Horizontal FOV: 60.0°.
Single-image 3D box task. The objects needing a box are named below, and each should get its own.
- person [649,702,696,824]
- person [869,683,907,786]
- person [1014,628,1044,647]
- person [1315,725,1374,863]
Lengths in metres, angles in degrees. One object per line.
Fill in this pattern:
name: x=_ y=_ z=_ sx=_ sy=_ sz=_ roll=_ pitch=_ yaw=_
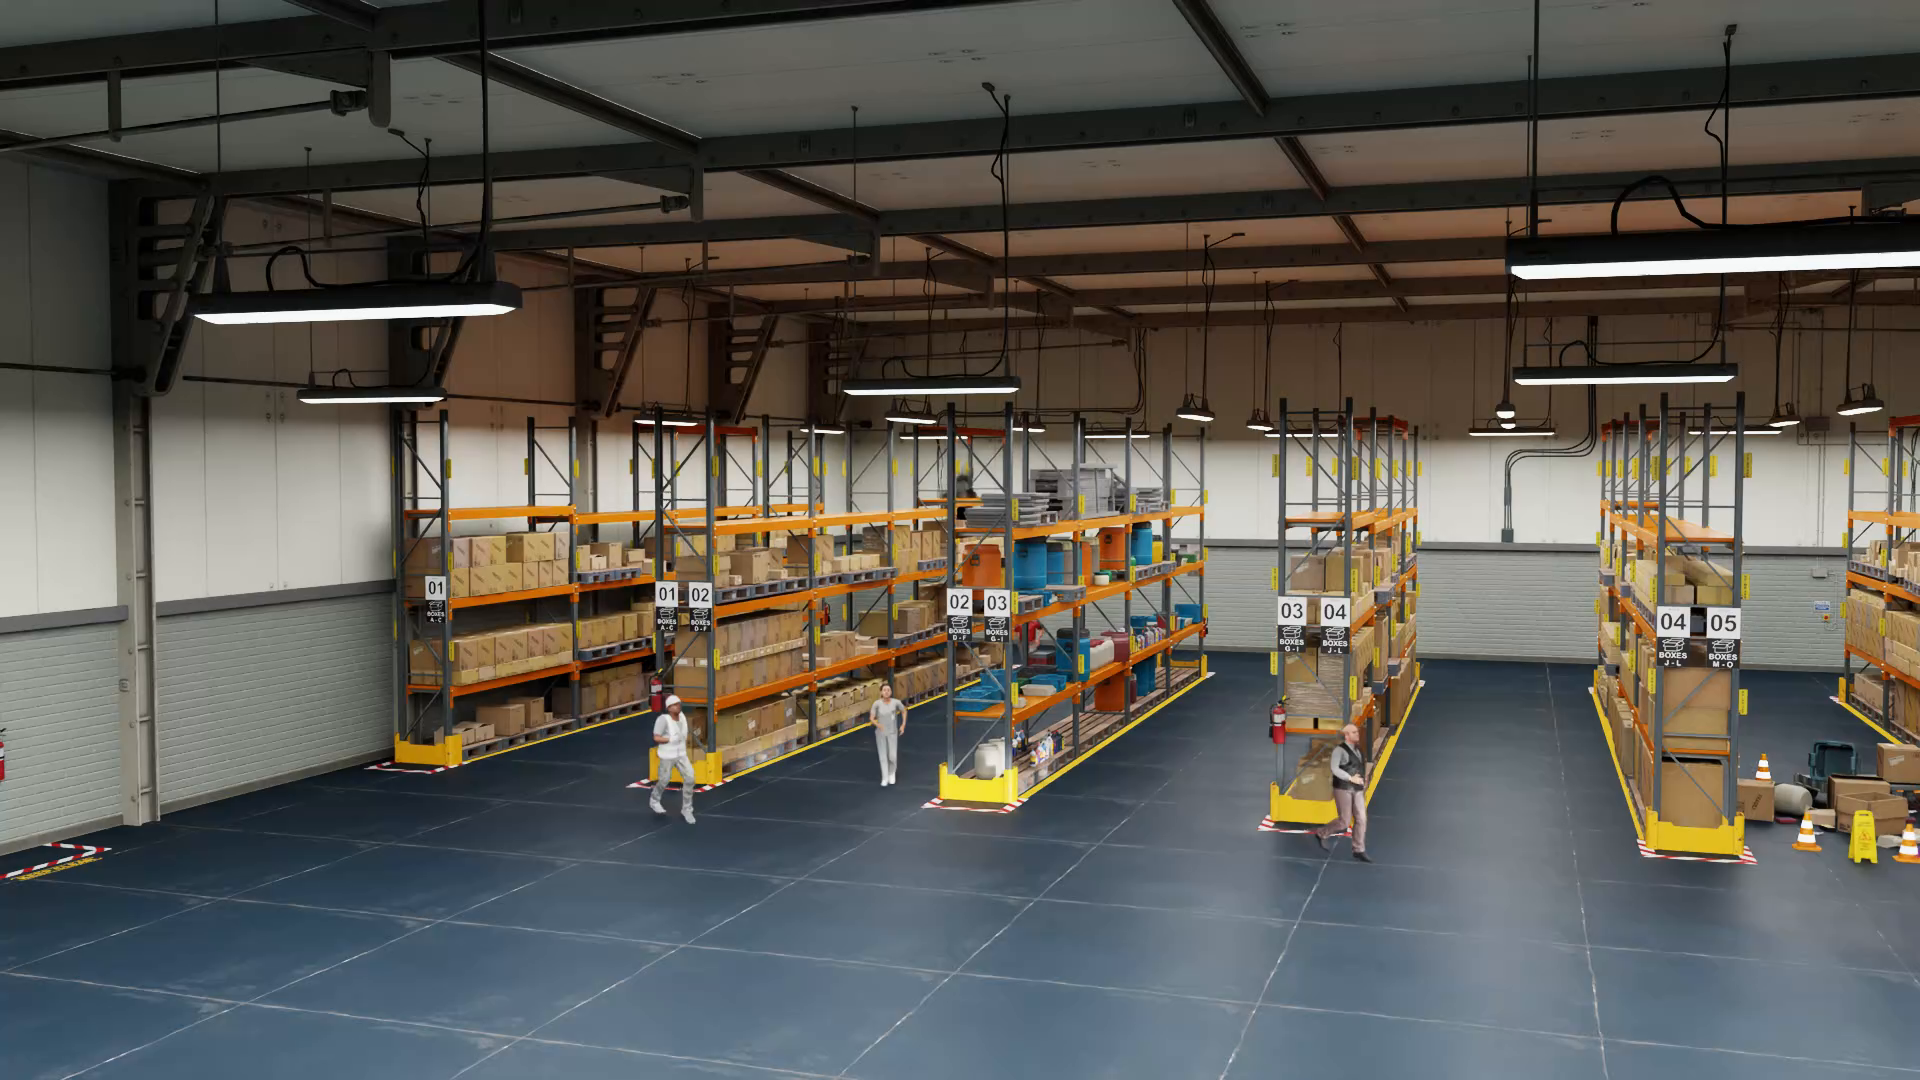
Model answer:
person: x=8.325 y=2.207 z=24.232 sx=19.238 sy=3.597 sz=17.531 roll=-2 pitch=3 yaw=-45
person: x=1.119 y=2.864 z=31.061 sx=5.679 sy=1.595 sz=10.256 roll=0 pitch=2 yaw=-3
person: x=1.465 y=2.389 z=36.305 sx=0.639 sy=1.799 sz=0.792 roll=1 pitch=3 yaw=18
person: x=5.002 y=3.232 z=21.413 sx=0.563 sy=1.735 sz=0.815 roll=-2 pitch=3 yaw=-40
